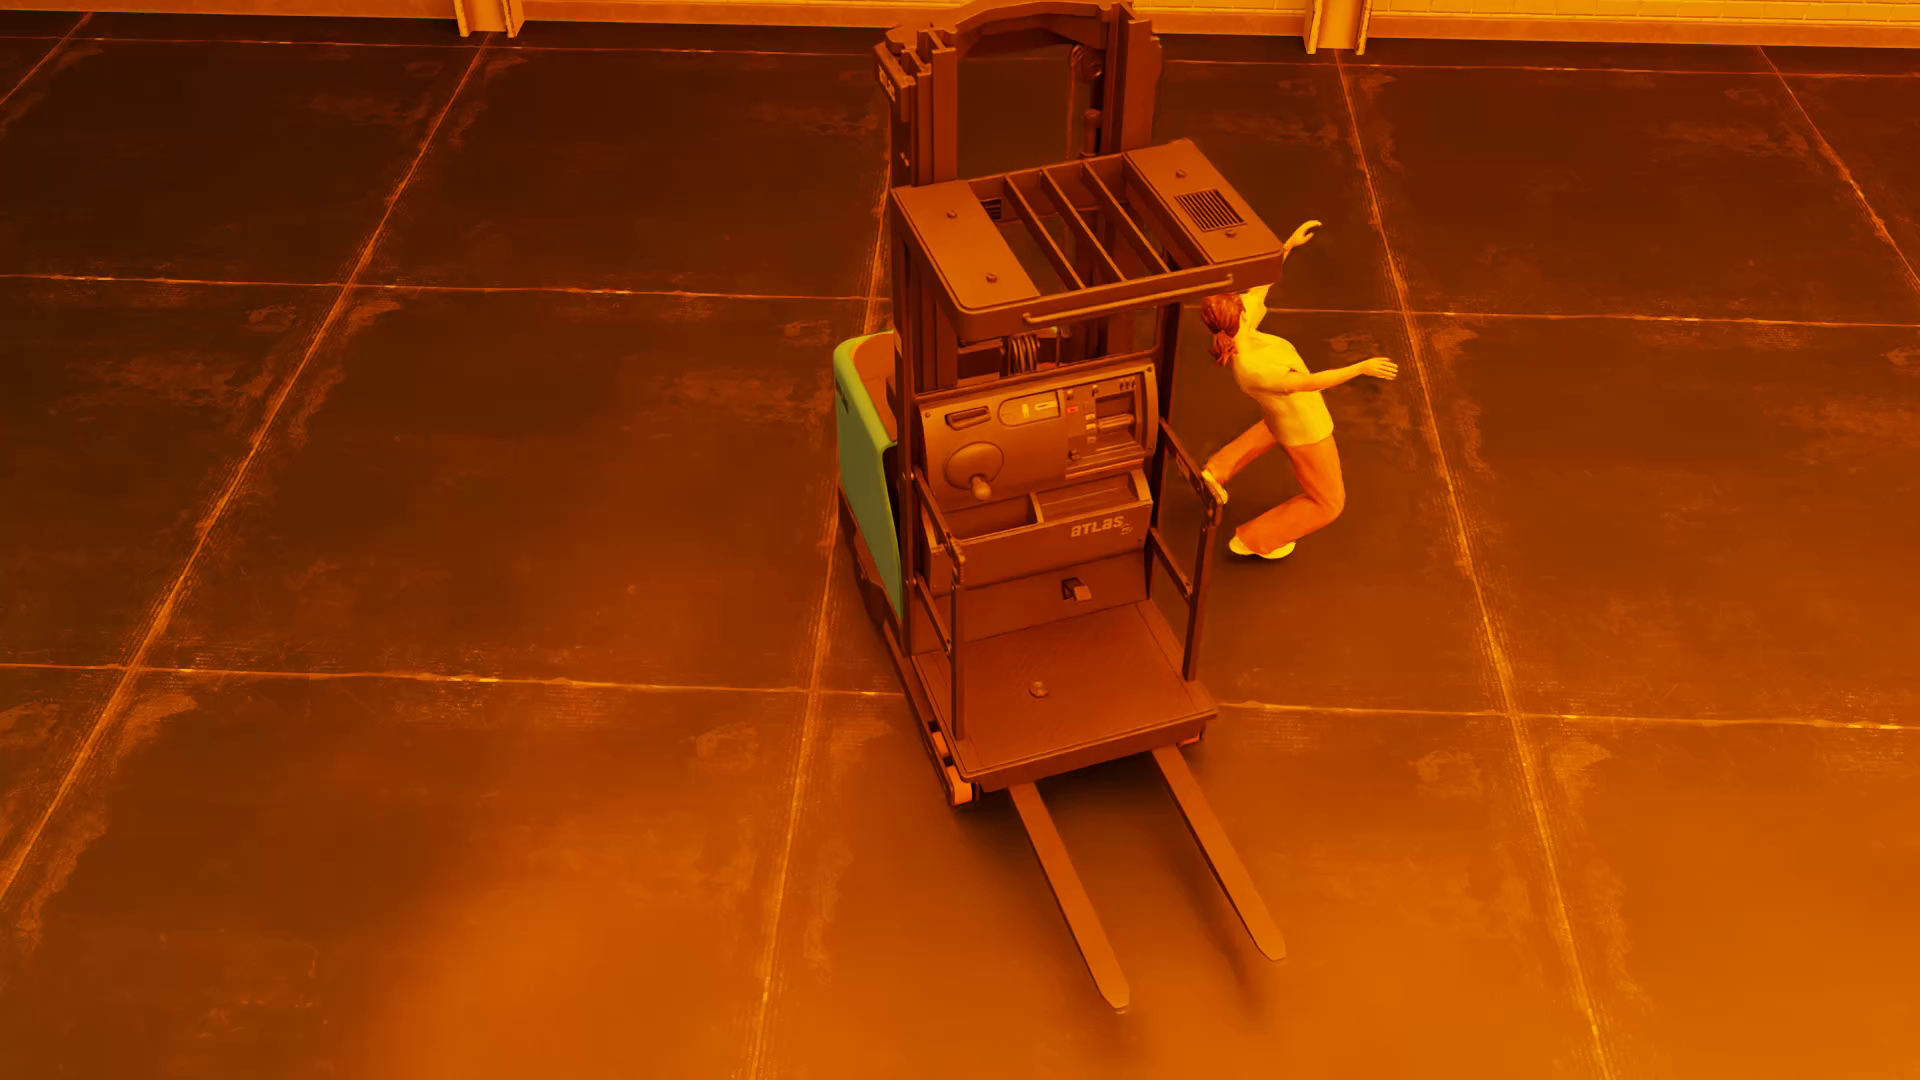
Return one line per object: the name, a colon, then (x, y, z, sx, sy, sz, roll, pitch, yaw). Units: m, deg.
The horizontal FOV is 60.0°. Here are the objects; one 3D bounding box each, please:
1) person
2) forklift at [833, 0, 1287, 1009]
person: (1.401, -0.521, 7.310, 0.659, 1.549, 0.941, -12, 44, -13)
forklift: (0.376, -0.323, 6.096, 1.130, 2.935, 3.031, -13, 44, -14)
